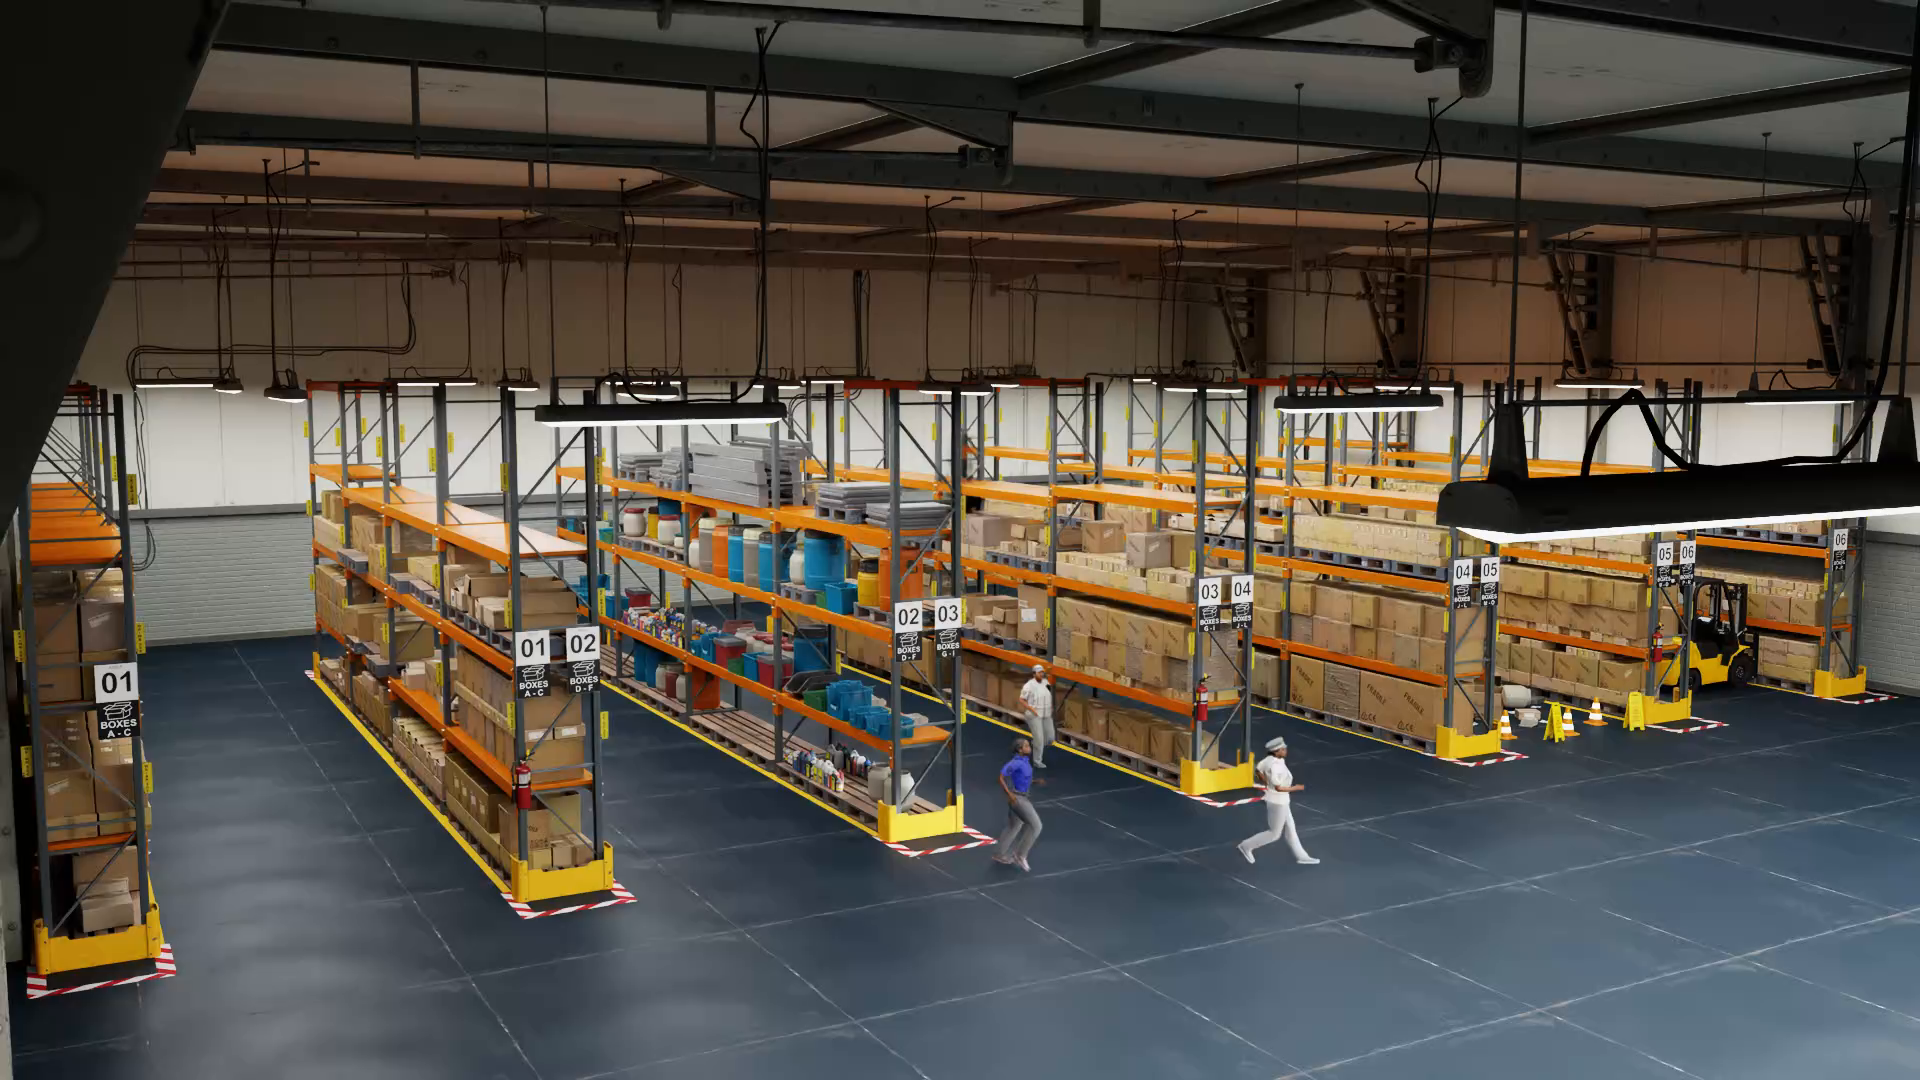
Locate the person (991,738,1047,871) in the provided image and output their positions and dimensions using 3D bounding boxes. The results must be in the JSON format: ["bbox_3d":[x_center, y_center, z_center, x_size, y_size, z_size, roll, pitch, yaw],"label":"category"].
[{"bbox_3d":[0.749,3.302,20.873,0.693,1.677,0.554,1,6,9],"label":"person"}]

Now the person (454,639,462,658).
[{"bbox_3d":[-10.168,1.917,33.460,0.673,1.747,0.612,-4,7,-36],"label":"person"}]

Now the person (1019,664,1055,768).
[{"bbox_3d":[1.224,2.752,26.119,0.605,1.615,0.558,-3,7,-29],"label":"person"}]

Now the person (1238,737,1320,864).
[{"bbox_3d":[3.996,3.259,20.779,1.044,1.641,0.594,0,6,4],"label":"person"}]
